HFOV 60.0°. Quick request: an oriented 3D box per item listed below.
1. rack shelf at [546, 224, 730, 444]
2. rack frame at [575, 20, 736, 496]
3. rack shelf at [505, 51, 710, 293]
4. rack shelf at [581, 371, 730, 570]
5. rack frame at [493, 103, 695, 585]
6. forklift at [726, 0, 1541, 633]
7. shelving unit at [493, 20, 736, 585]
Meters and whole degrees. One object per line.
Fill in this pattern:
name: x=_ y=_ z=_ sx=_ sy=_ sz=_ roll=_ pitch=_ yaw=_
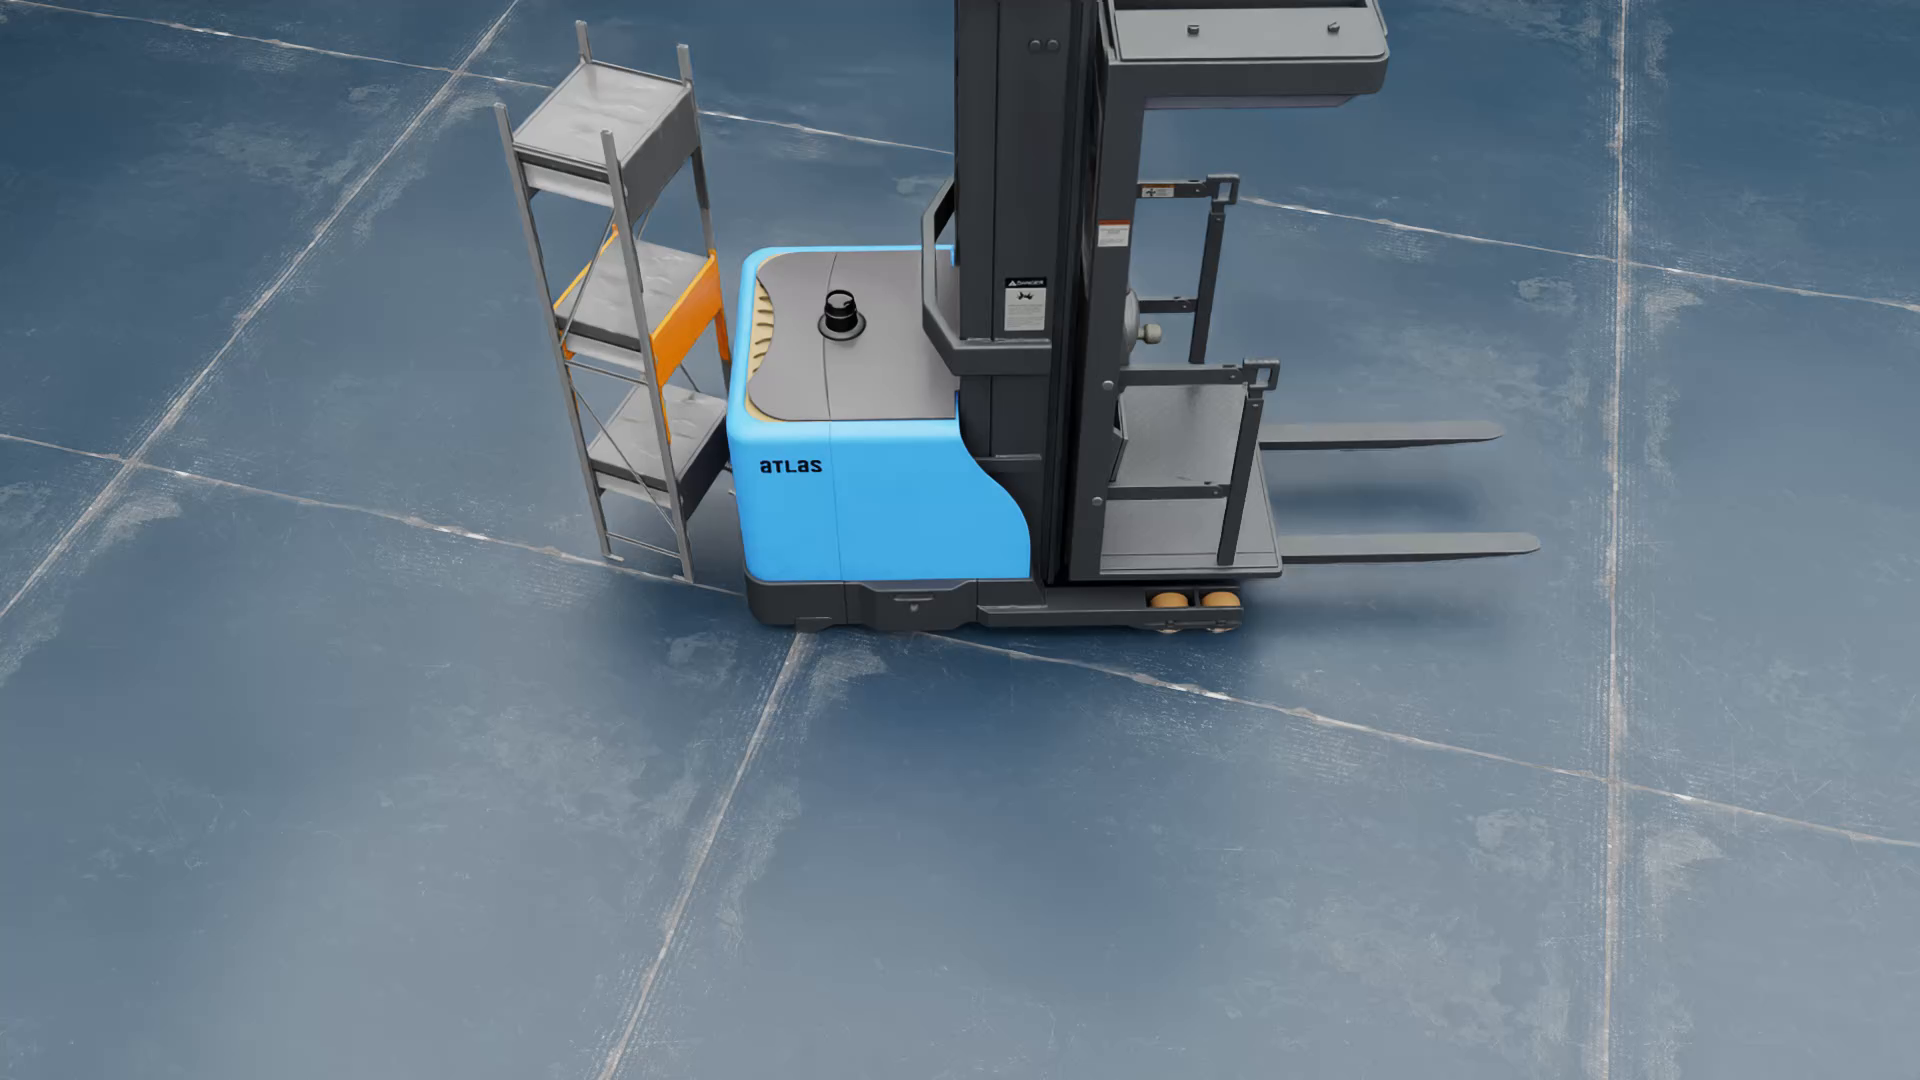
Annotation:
rack shelf: x=-1.137 y=-0.736 z=5.933 sx=0.431 sy=0.518 sz=0.480 roll=16 pitch=51 yaw=14
rack frame: x=-1.048 y=-0.916 z=6.073 sx=0.400 sy=2.100 sz=0.015 roll=16 pitch=51 yaw=14
rack shelf: x=-1.134 y=-1.197 z=5.406 sx=0.431 sy=0.518 sz=0.480 roll=16 pitch=51 yaw=14
rack shelf: x=-1.139 y=-0.276 z=6.461 sx=0.431 sy=0.518 sz=0.480 roll=16 pitch=51 yaw=14
rack frame: x=-1.225 y=-0.574 z=5.773 sx=0.400 sy=2.100 sz=0.015 roll=16 pitch=51 yaw=14
forklift: x=0.698 y=-1.016 z=5.611 sx=3.031 sy=2.935 sz=1.130 roll=-1 pitch=49 yaw=-1
shelving unit: x=-1.137 y=-0.745 z=5.923 sx=0.431 sy=2.100 sz=0.503 roll=16 pitch=51 yaw=14
